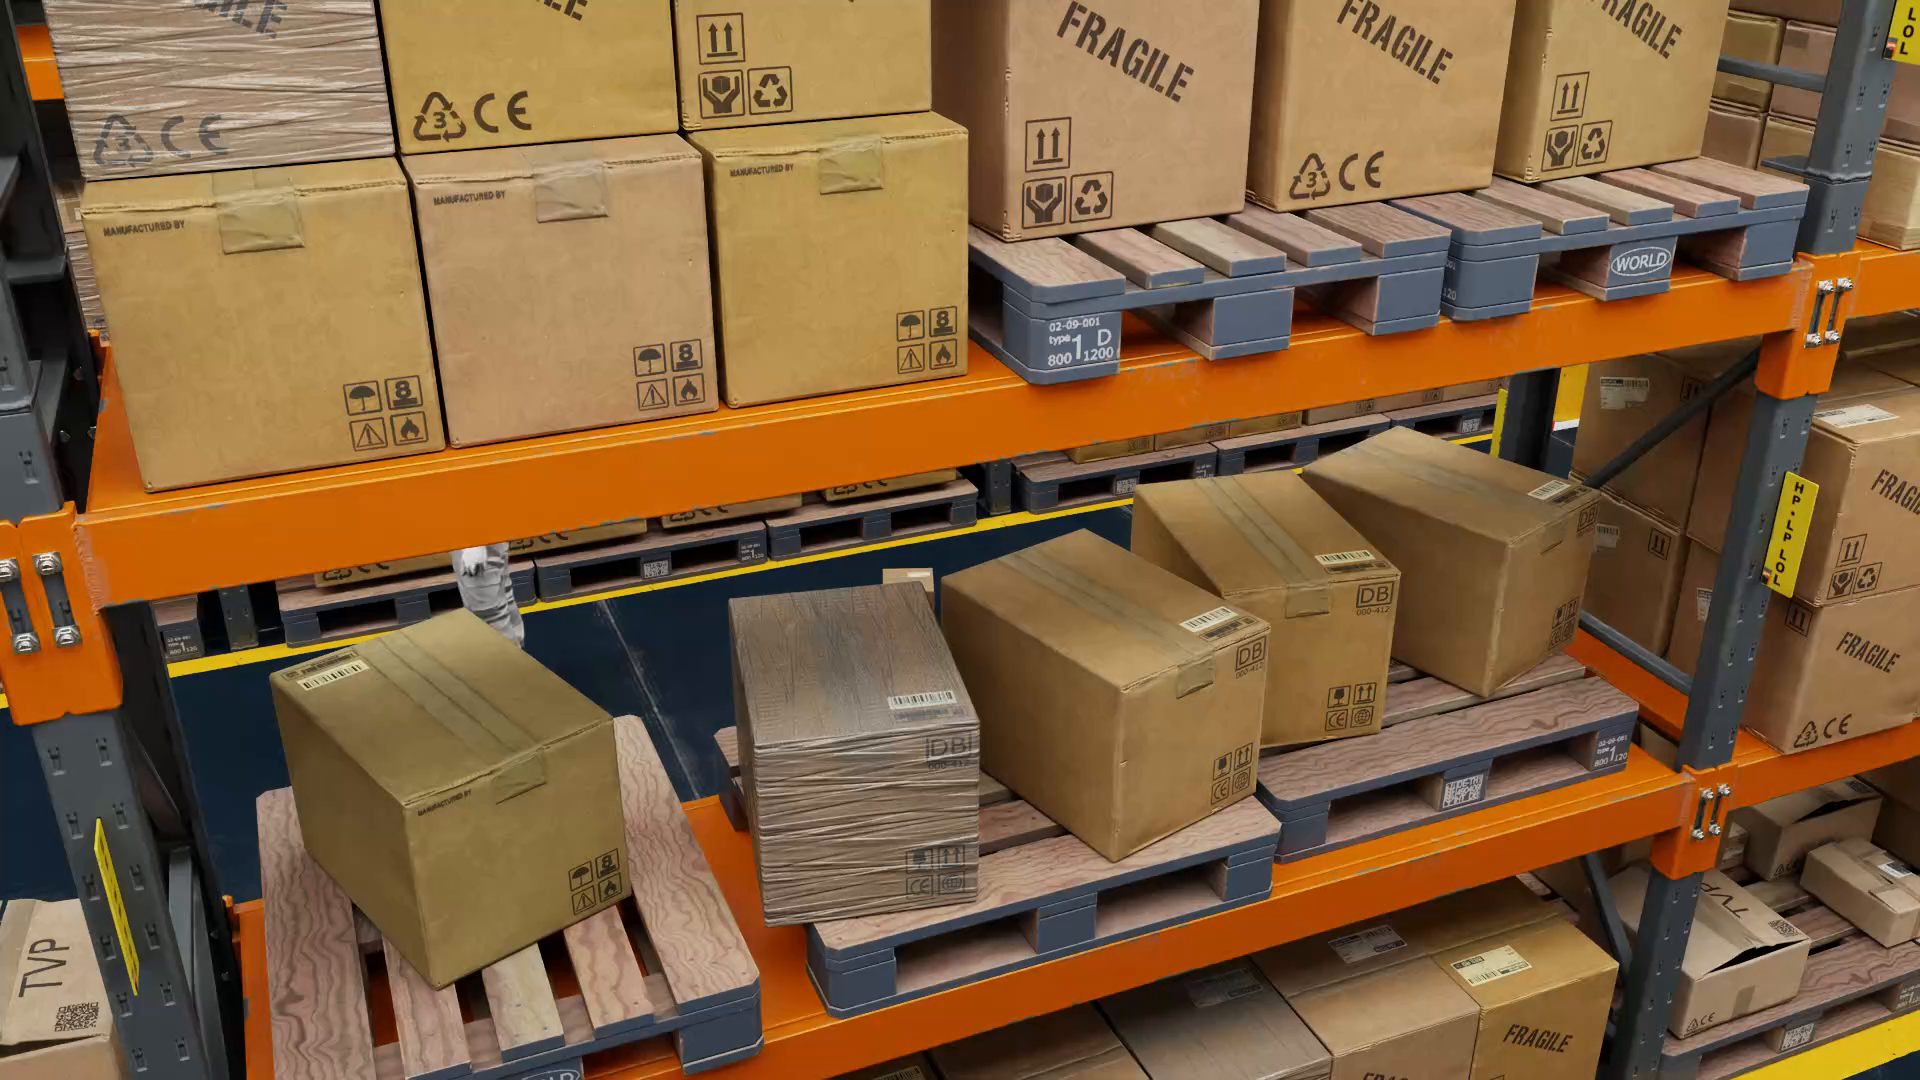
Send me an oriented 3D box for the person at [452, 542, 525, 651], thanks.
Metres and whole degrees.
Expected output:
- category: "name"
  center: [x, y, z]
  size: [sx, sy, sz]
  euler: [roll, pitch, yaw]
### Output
- category: "person"
  center: [-2.097, -0.051, 7.185]
  size: [0.375, 1.794, 0.535]
  euler: [-5, 26, -10]
